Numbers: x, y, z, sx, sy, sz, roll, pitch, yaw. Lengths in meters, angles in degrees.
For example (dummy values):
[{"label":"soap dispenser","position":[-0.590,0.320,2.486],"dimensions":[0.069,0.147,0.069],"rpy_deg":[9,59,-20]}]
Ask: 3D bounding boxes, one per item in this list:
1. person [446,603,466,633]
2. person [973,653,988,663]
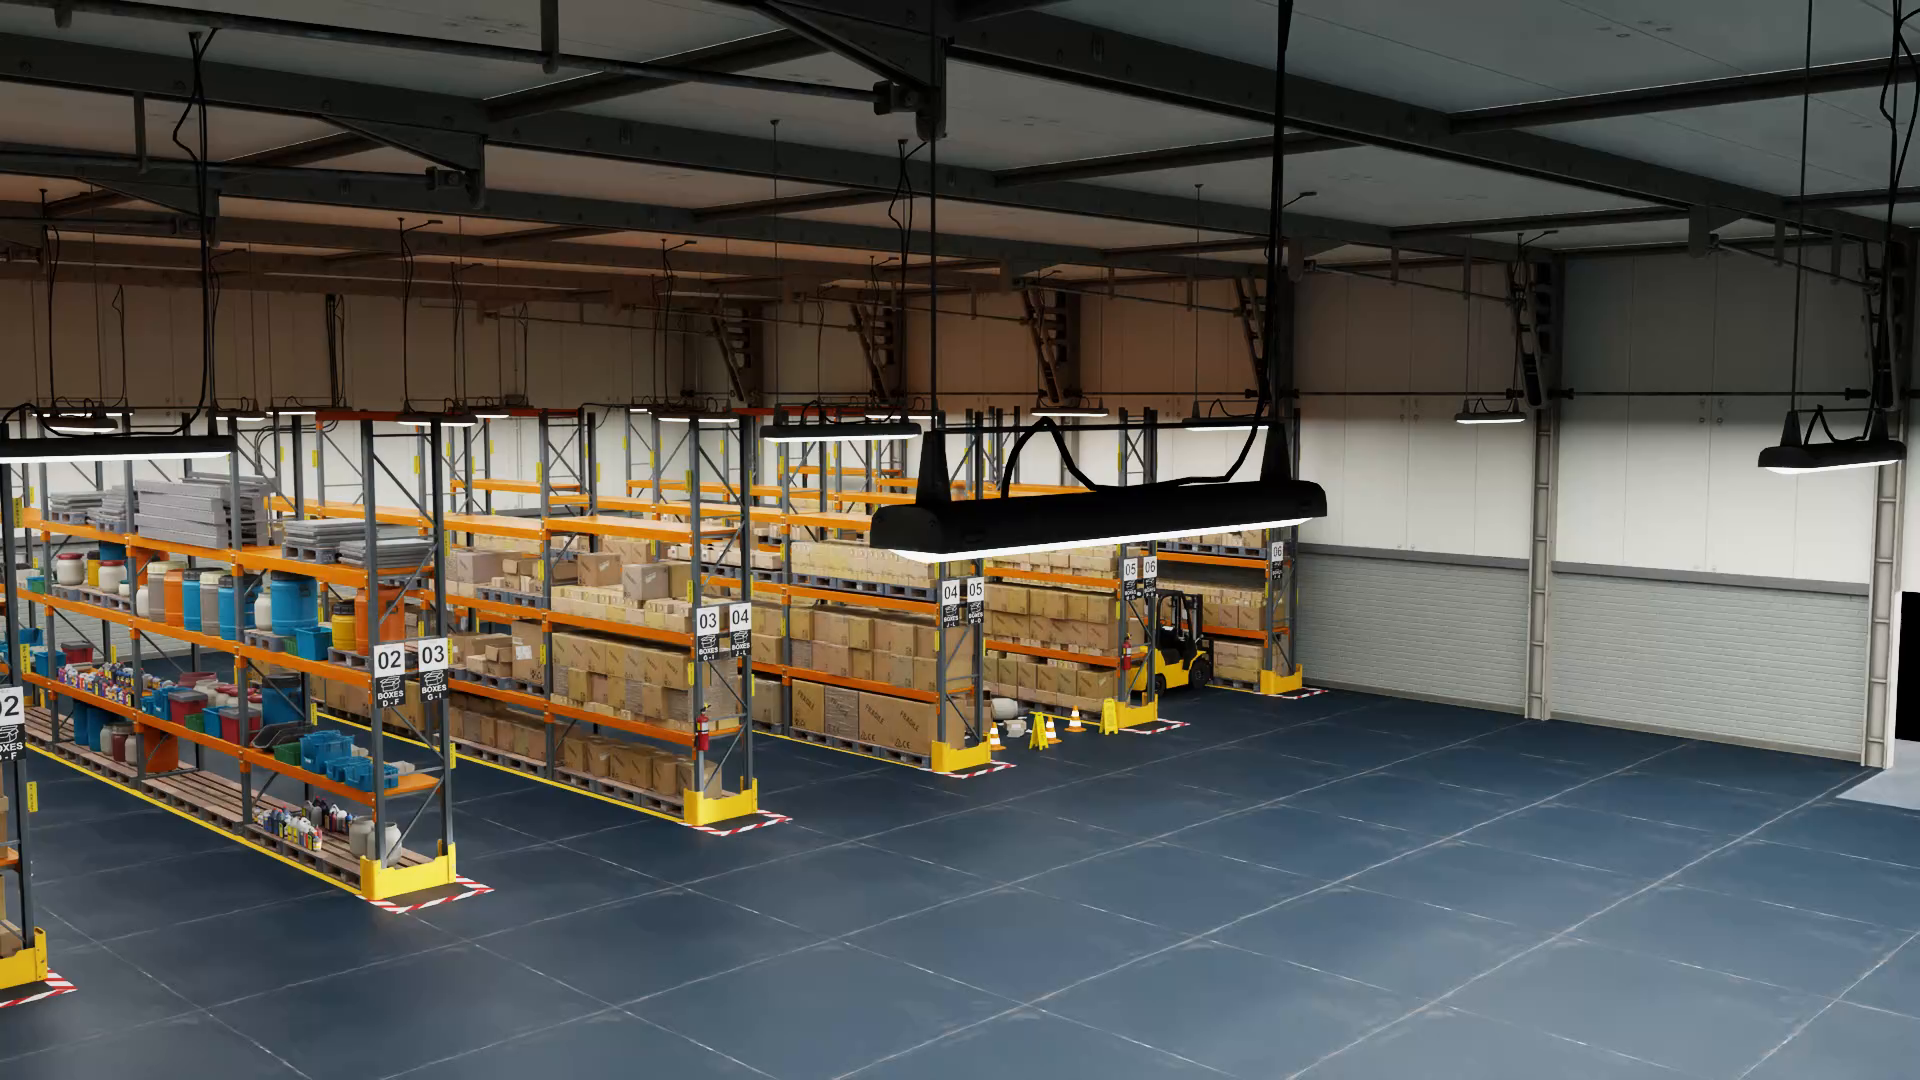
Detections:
[{"label":"person","position":[-12.649,1.900,41.740],"dimensions":[0.648,1.494,0.757],"rpy_deg":[-1,5,-6]},{"label":"person","position":[0.453,2.171,37.712],"dimensions":[0.759,1.674,0.654],"rpy_deg":[3,6,31]}]
